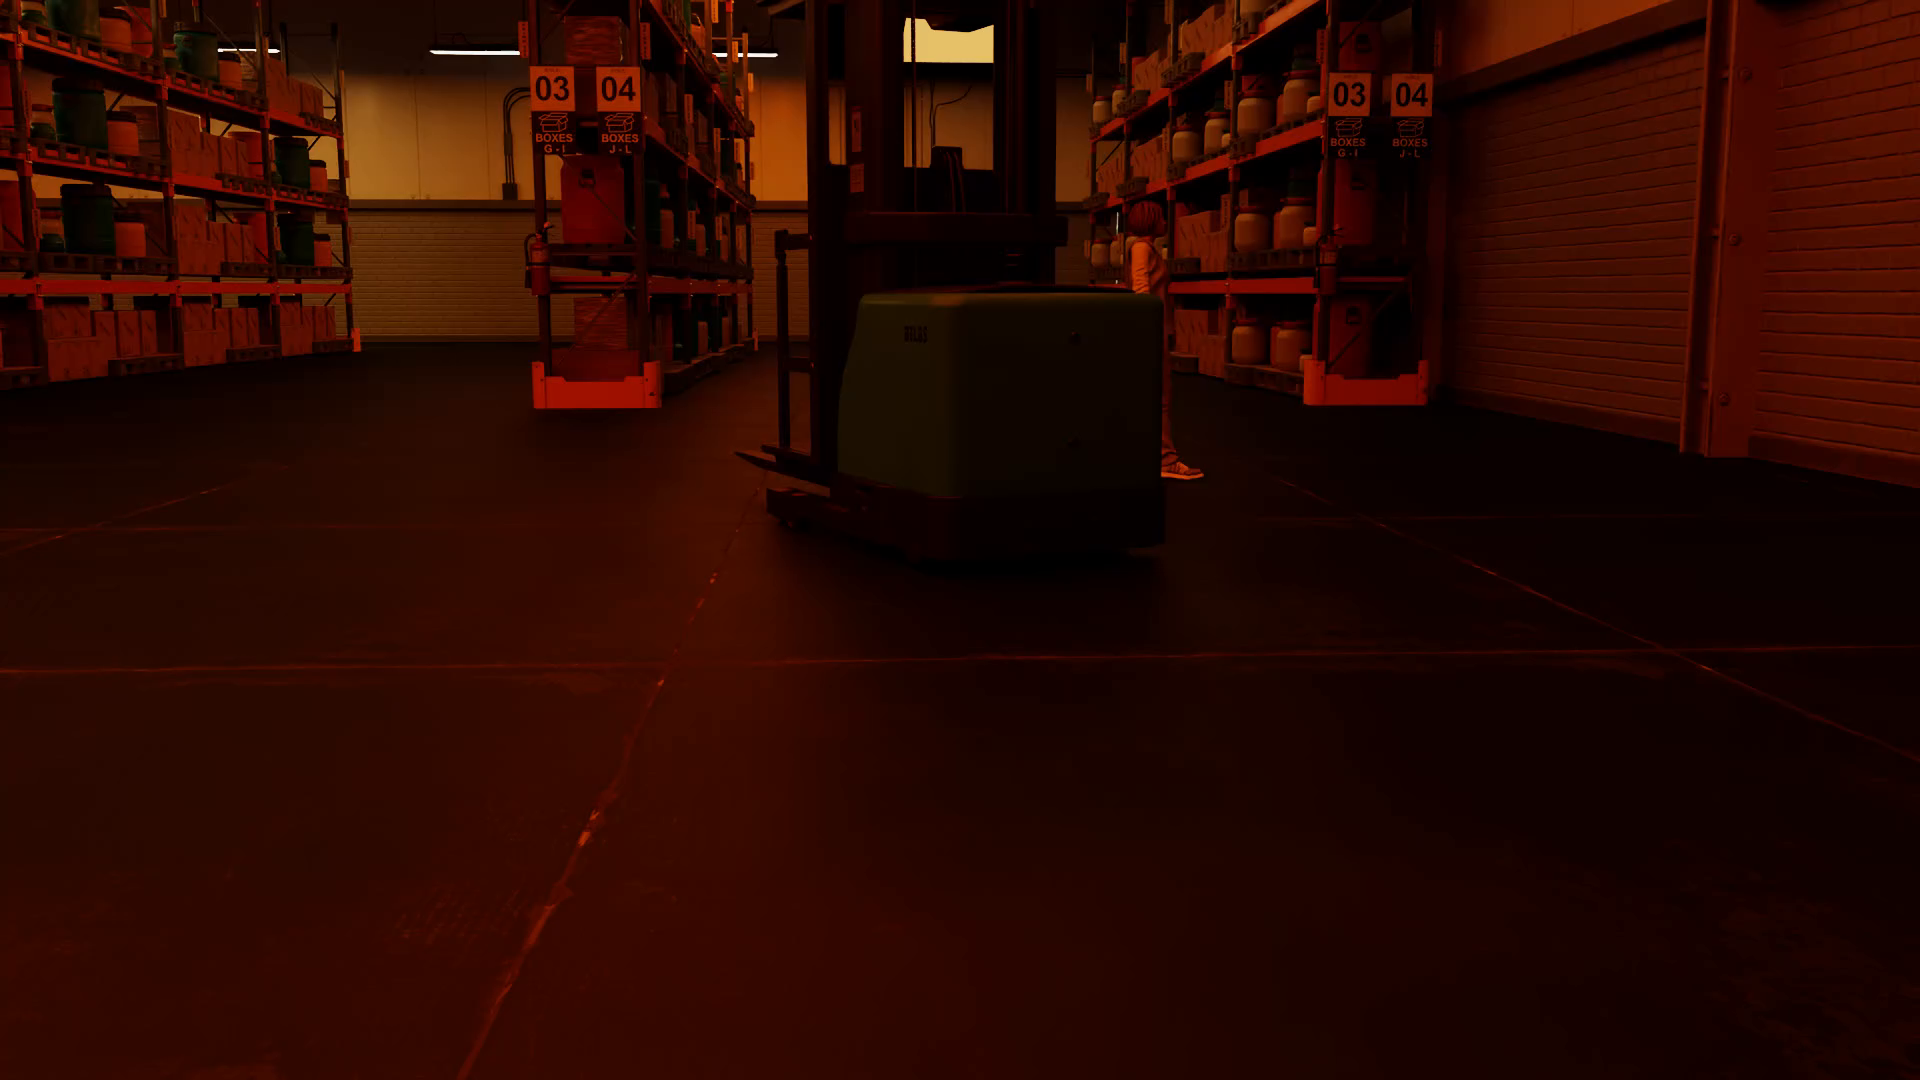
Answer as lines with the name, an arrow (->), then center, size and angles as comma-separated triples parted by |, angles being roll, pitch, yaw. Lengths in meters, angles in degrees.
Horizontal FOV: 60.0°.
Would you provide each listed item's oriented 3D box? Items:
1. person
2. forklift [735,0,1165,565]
person -> 1.194, -1.169, 9.692 | 0.474, 1.599, 0.518 | 1, 9, 7
forklift -> -0.264, -1.530, 7.637 | 1.130, 2.935, 3.031 | -4, 9, -25
